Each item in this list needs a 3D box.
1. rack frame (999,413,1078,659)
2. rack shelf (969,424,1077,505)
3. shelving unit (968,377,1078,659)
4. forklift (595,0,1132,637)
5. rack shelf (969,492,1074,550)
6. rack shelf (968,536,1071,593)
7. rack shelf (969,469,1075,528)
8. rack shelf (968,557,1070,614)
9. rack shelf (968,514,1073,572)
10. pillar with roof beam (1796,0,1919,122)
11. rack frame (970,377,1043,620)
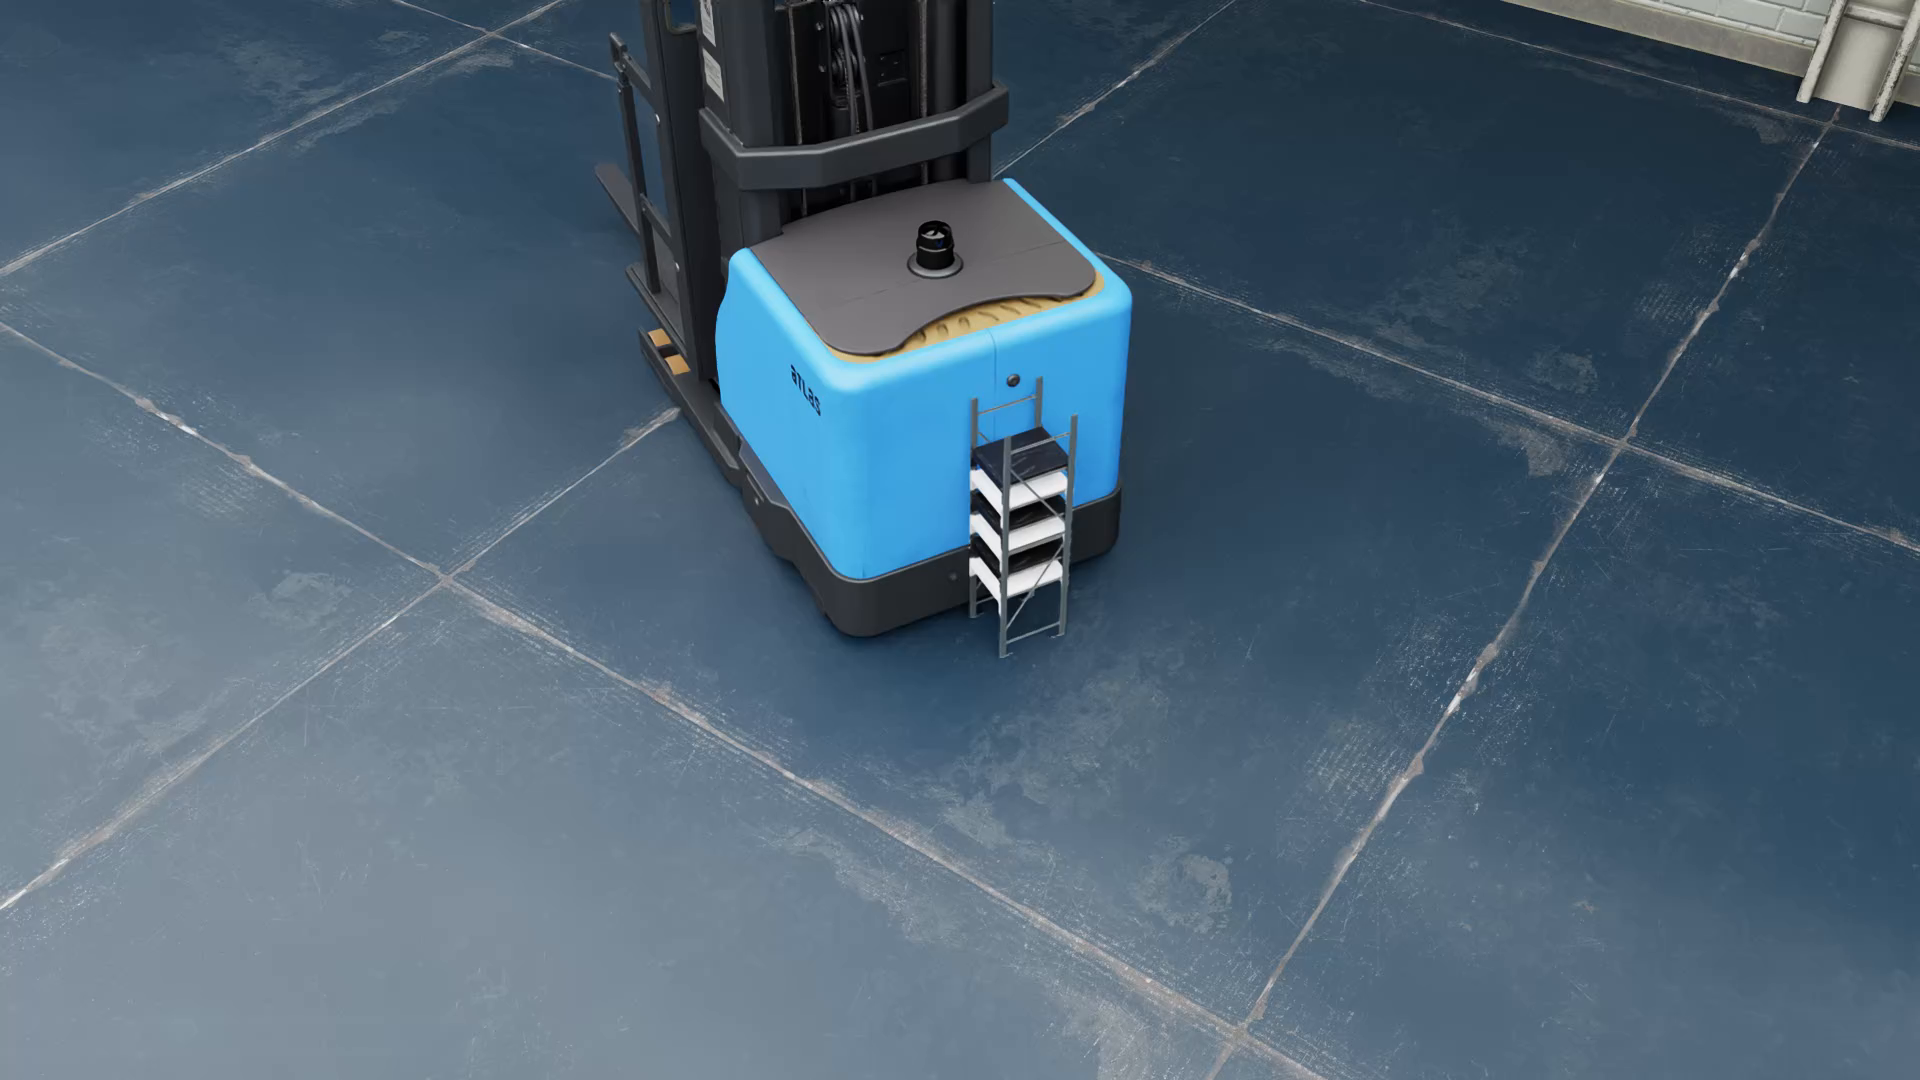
[{"bbox_3d":[0.234,0.008,5.067,0.240,0.900,0.006,-19,45,-20],"label":"rack frame"},{"bbox_3d":[0.187,-0.229,4.976,0.258,0.077,0.200,-19,45,-20],"label":"rack shelf"},{"bbox_3d":[0.187,-0.052,5.134,0.258,0.900,0.210,-19,45,-20],"label":"shelving unit"},{"bbox_3d":[-0.590,-1.762,5.521,1.130,2.935,3.031,-19,45,-20],"label":"forklift"},{"bbox_3d":[0.187,-0.095,5.096,0.258,0.077,0.200,-19,45,-20],"label":"rack shelf"},{"bbox_3d":[0.186,0.040,5.216,0.258,0.077,0.200,-19,45,-20],"label":"rack shelf"},{"bbox_3d":[0.187,-0.162,5.036,0.258,0.077,0.200,-19,45,-20],"label":"rack shelf"},{"bbox_3d":[0.186,0.107,5.276,0.258,0.077,0.200,-19,45,-20],"label":"rack shelf"},{"bbox_3d":[0.187,-0.028,5.156,0.258,0.077,0.200,-19,45,-20],"label":"rack shelf"},{"bbox_3d":[1.881,-3.171,2.546,0.400,9.000,9.100,25,48,25],"label":"pillar with roof beam"},{"bbox_3d":[0.139,-0.112,5.201,0.240,0.900,0.006,-19,45,-20],"label":"rack frame"}]
